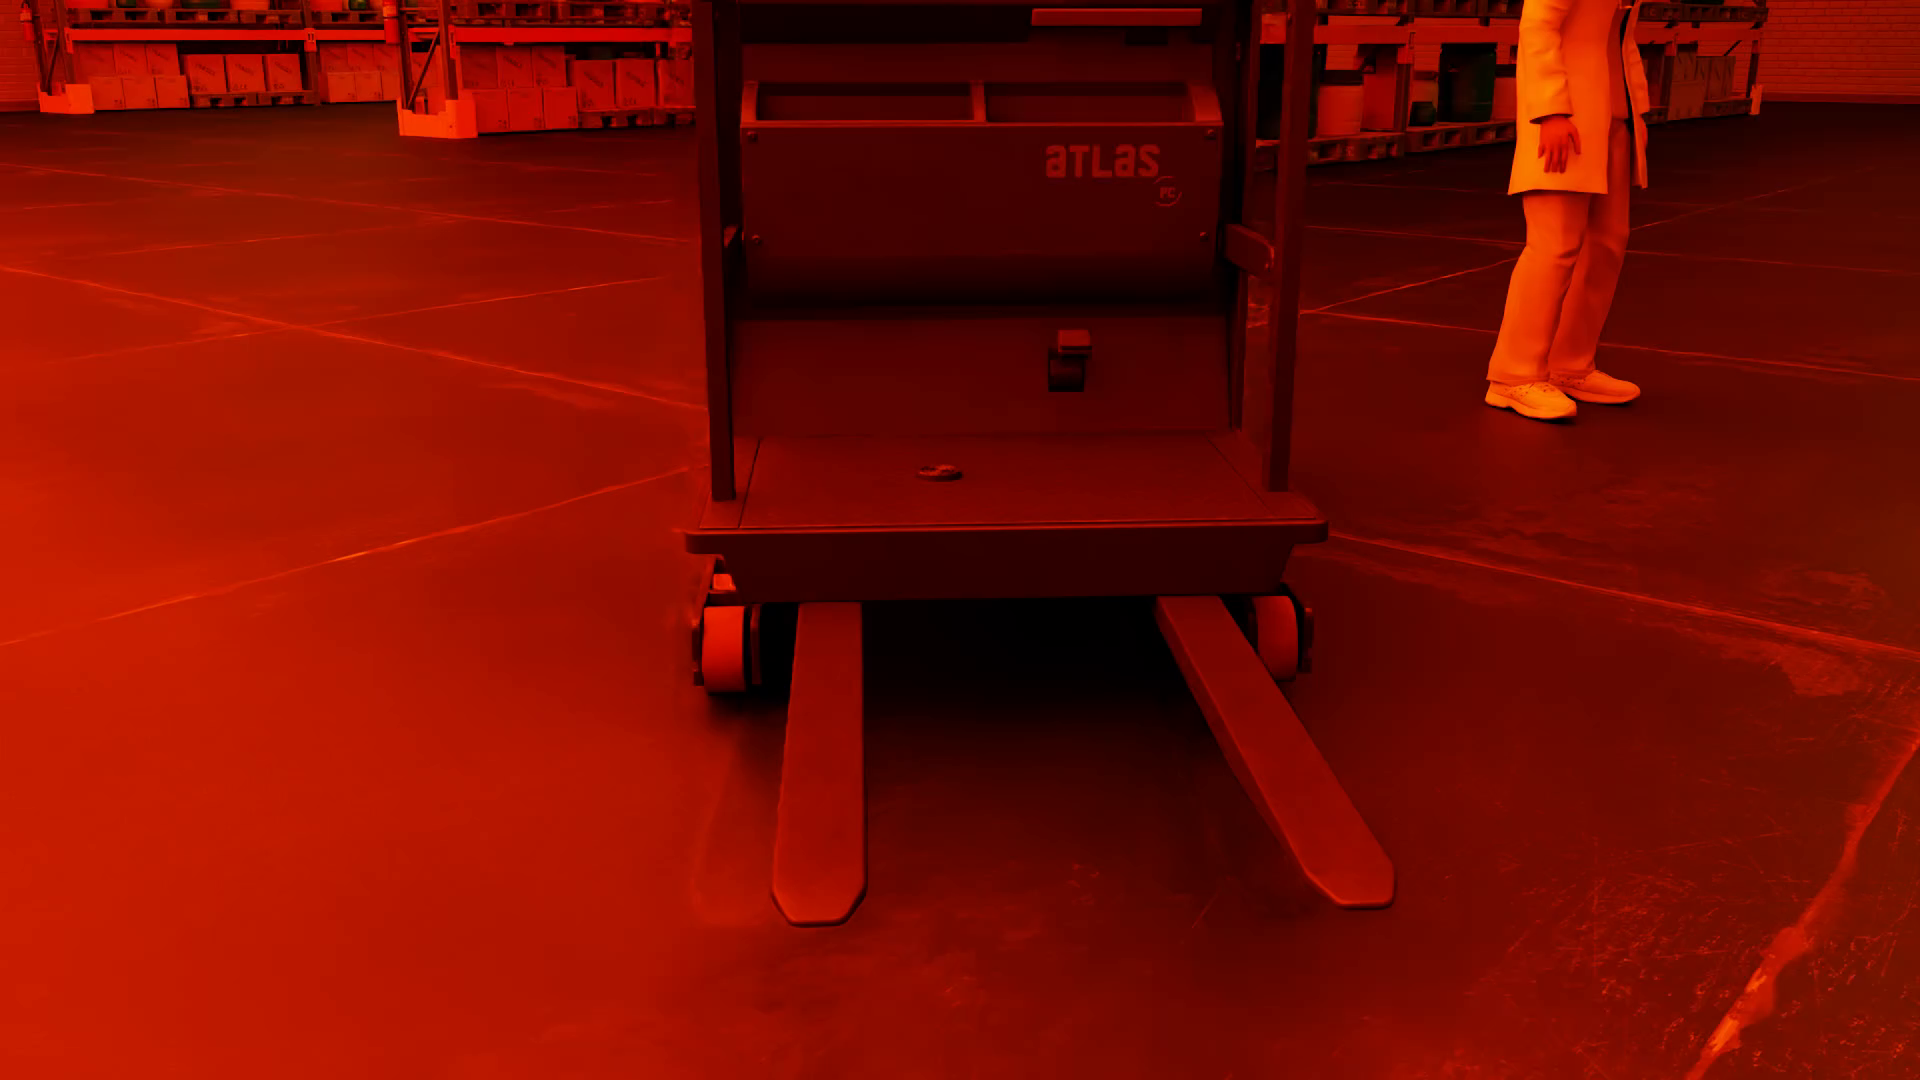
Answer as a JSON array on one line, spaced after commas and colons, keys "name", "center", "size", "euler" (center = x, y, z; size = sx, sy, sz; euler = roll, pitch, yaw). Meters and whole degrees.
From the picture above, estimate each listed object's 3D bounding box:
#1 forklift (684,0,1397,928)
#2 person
[{"name": "forklift", "center": [0.057, -1.218, 2.910], "size": [1.130, 2.935, 3.031], "euler": [-1, 17, -3]}, {"name": "person", "center": [1.947, -1.298, 5.165], "size": [0.653, 1.774, 0.423], "euler": [-15, 22, -40]}]
